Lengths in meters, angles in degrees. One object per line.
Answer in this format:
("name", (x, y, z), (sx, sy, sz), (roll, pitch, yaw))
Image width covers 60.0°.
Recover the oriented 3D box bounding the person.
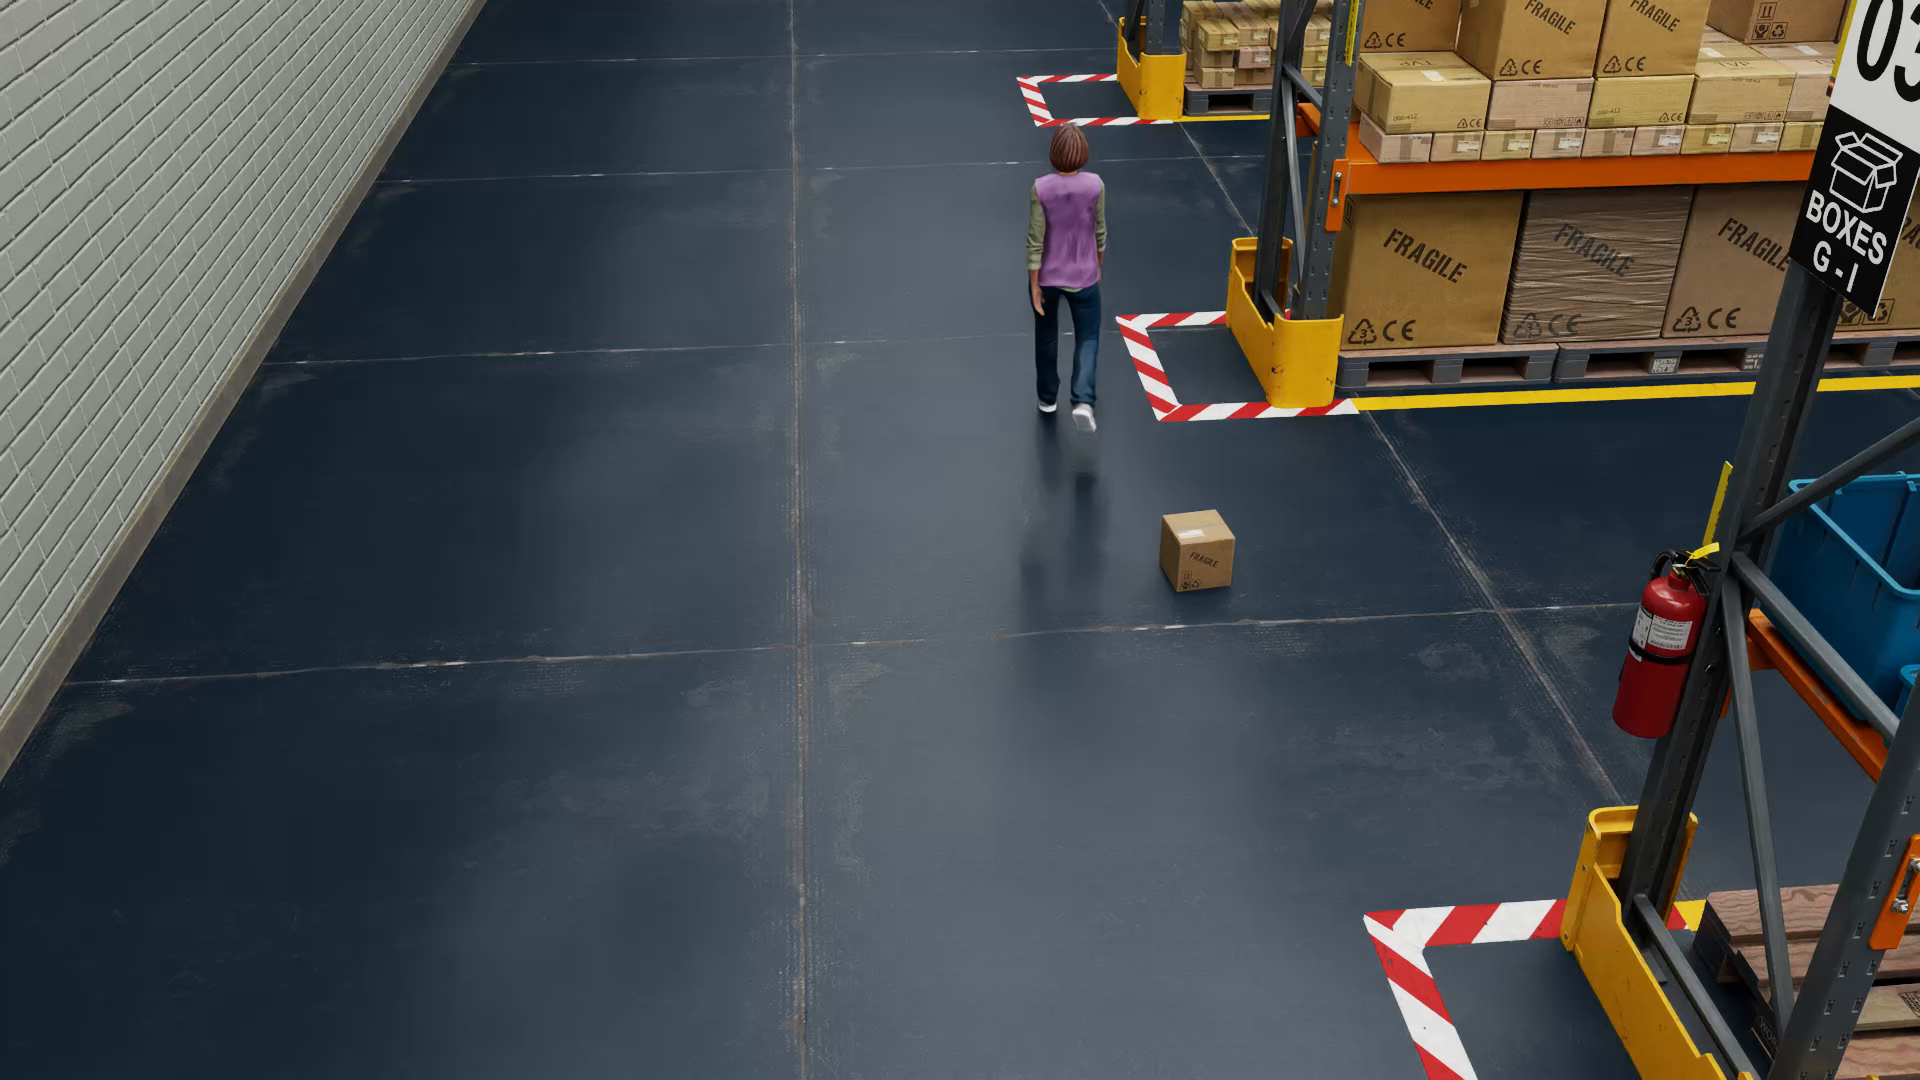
("person", (0.516, -1.258, 8.180), (0.393, 1.554, 0.774), (2, 32, 3))
